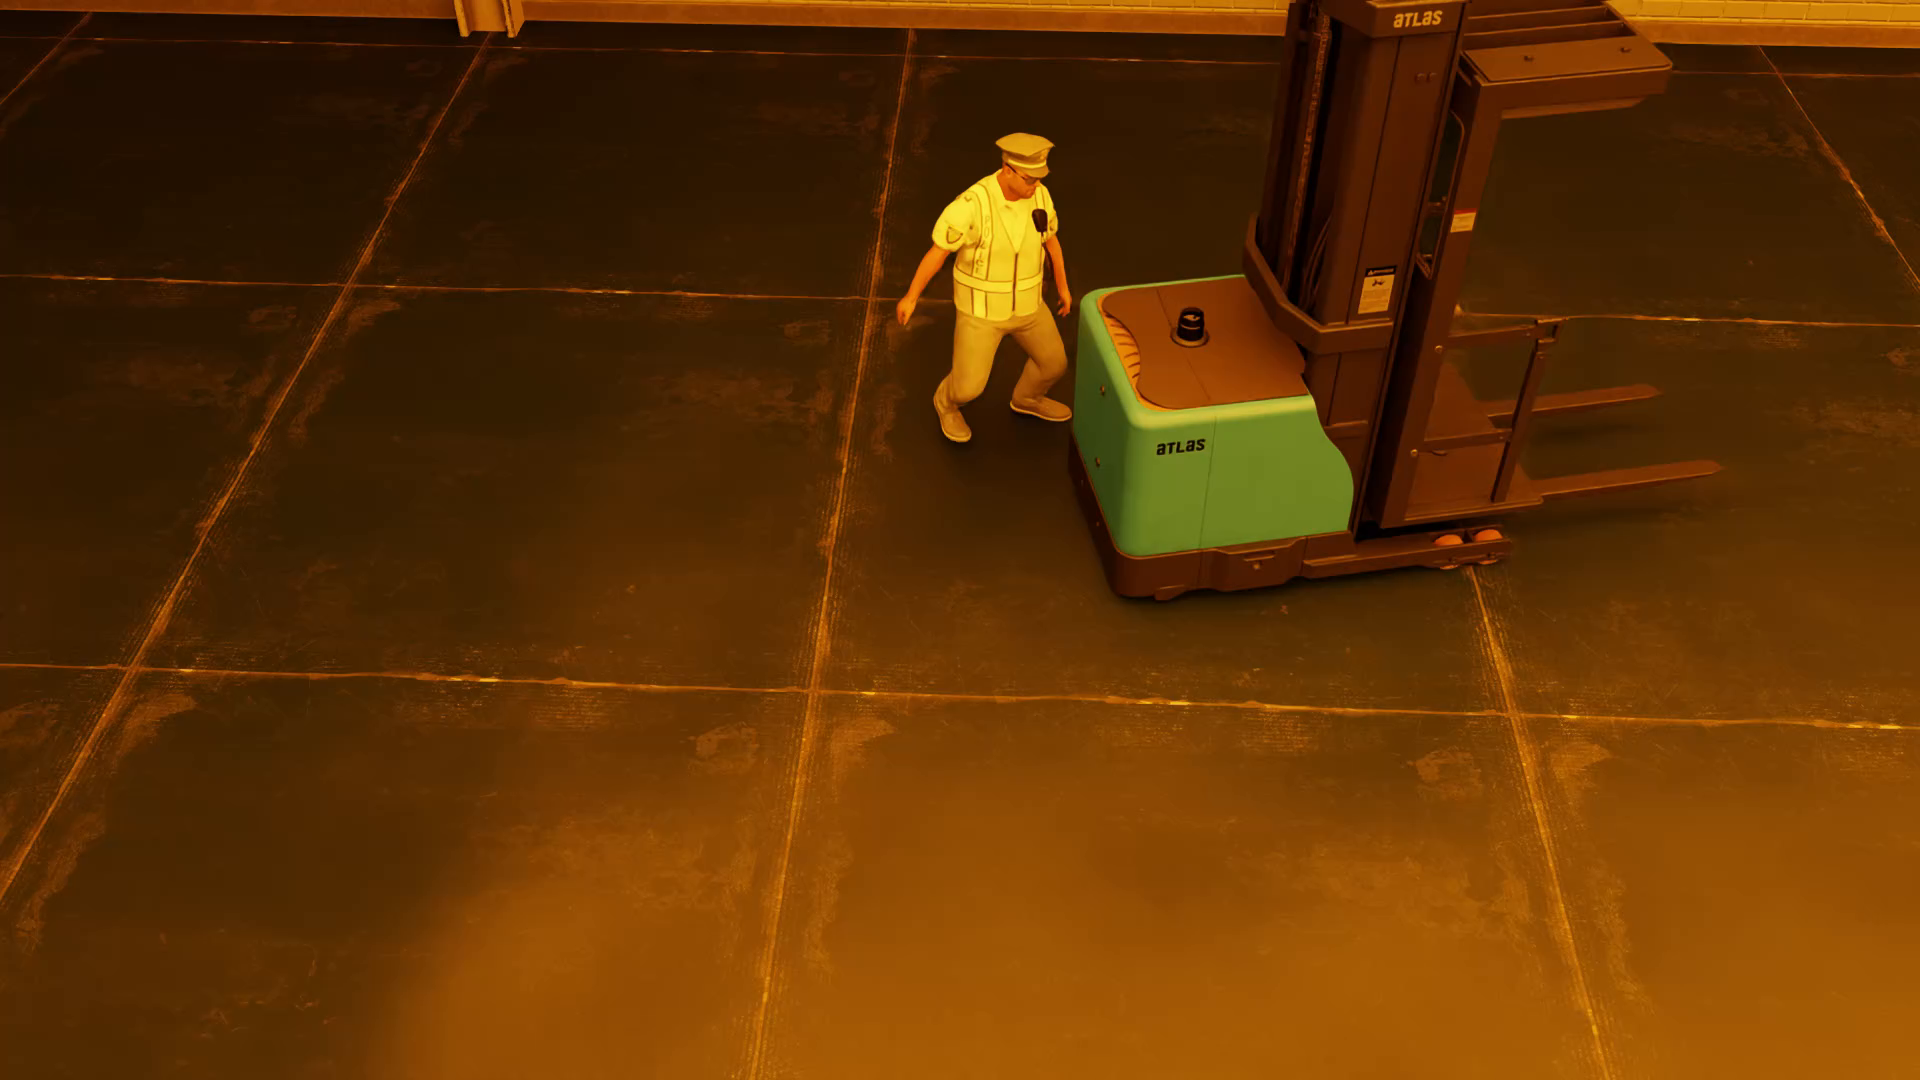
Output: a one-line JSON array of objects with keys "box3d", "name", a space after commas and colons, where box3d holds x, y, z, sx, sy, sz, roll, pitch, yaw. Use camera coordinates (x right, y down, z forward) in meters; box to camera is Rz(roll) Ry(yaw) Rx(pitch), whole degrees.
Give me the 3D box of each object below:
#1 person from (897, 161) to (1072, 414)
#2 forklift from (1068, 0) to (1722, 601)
[{"box3d": [2239.927, -33682.099, 36902.587, 41473.164, 2.662, 91009.202, -15, 45, -16], "name": "person"}, {"box3d": [2.099, -1.291, 7.156, 3.031, 2.935, 1.130, -7, 43, -8], "name": "forklift"}]
